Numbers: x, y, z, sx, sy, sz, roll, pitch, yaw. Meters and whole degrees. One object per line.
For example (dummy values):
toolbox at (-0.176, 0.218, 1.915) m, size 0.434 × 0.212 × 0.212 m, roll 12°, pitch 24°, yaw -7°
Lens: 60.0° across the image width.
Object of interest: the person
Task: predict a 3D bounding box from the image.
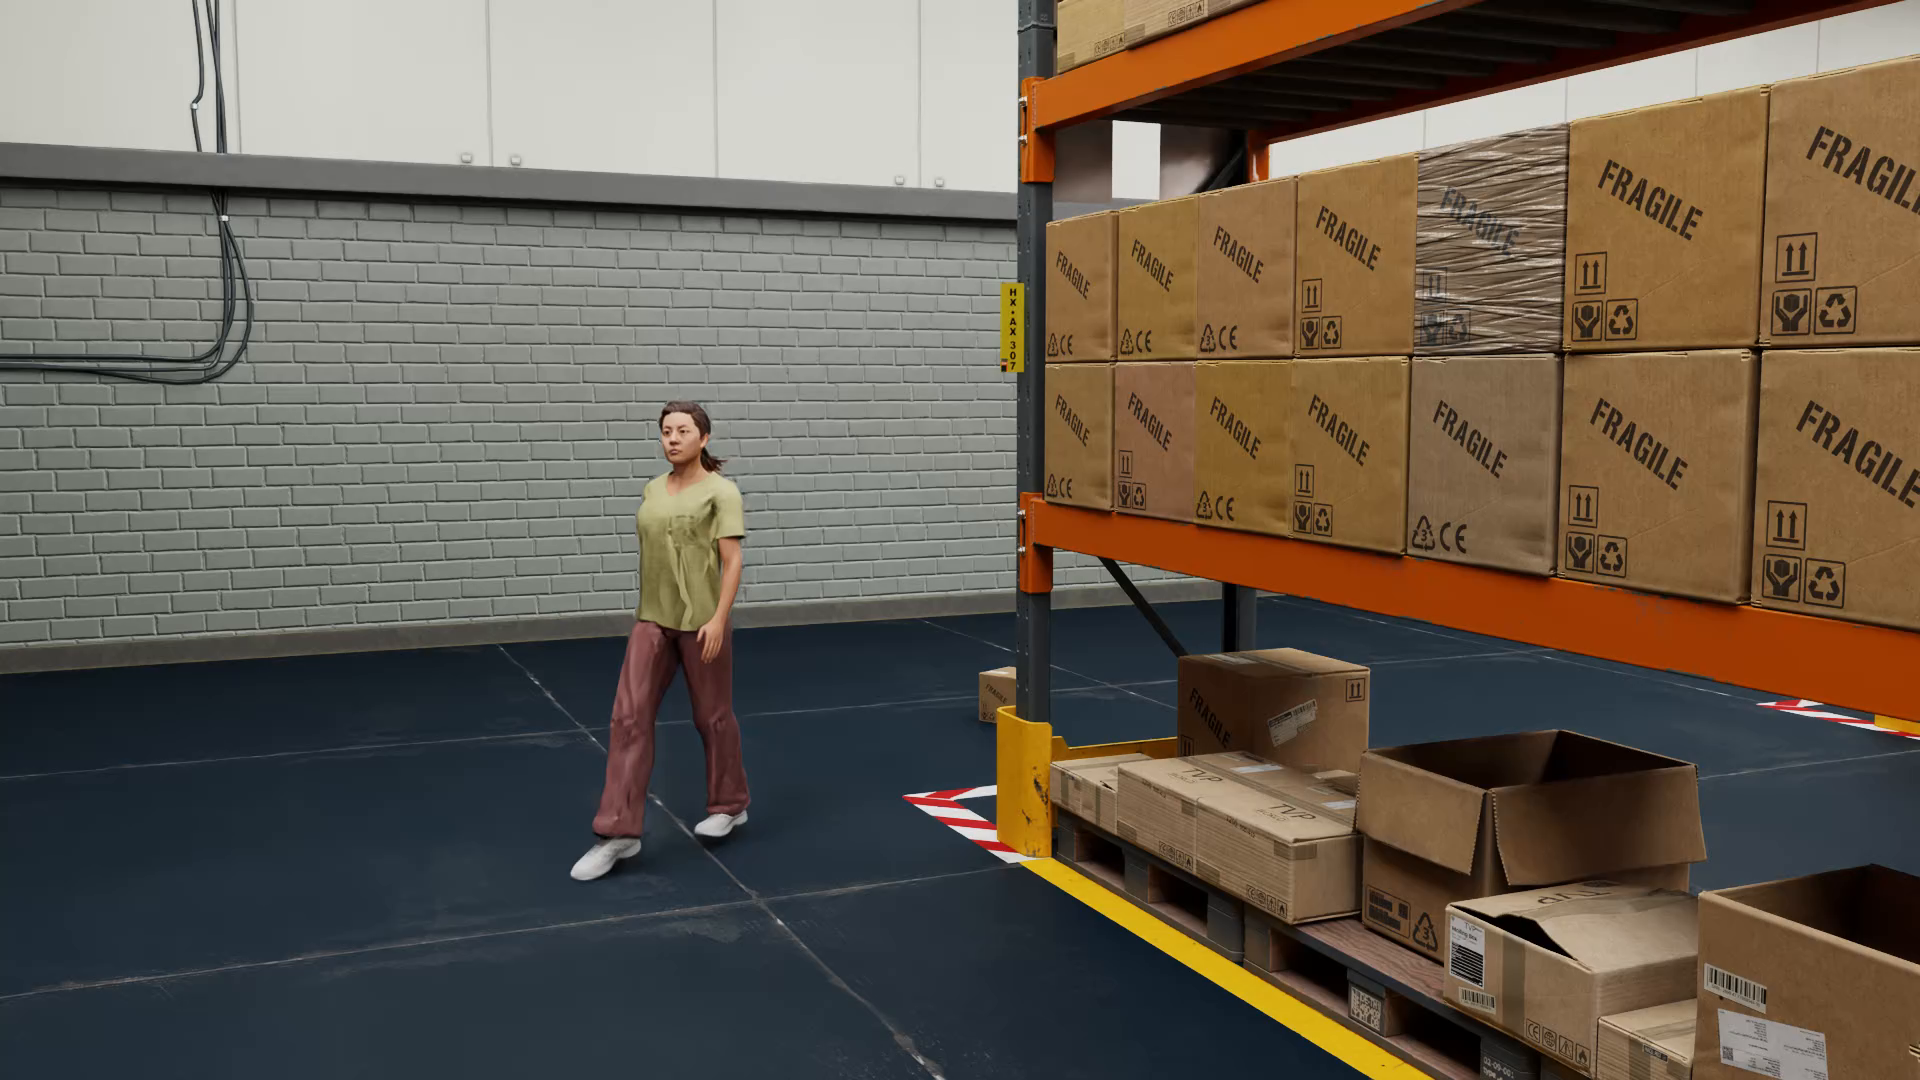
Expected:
person at (-1.041, 0.328, 6.011) m, size 0.478 × 1.656 × 0.840 m, roll 2°, pitch 6°, yaw 21°
